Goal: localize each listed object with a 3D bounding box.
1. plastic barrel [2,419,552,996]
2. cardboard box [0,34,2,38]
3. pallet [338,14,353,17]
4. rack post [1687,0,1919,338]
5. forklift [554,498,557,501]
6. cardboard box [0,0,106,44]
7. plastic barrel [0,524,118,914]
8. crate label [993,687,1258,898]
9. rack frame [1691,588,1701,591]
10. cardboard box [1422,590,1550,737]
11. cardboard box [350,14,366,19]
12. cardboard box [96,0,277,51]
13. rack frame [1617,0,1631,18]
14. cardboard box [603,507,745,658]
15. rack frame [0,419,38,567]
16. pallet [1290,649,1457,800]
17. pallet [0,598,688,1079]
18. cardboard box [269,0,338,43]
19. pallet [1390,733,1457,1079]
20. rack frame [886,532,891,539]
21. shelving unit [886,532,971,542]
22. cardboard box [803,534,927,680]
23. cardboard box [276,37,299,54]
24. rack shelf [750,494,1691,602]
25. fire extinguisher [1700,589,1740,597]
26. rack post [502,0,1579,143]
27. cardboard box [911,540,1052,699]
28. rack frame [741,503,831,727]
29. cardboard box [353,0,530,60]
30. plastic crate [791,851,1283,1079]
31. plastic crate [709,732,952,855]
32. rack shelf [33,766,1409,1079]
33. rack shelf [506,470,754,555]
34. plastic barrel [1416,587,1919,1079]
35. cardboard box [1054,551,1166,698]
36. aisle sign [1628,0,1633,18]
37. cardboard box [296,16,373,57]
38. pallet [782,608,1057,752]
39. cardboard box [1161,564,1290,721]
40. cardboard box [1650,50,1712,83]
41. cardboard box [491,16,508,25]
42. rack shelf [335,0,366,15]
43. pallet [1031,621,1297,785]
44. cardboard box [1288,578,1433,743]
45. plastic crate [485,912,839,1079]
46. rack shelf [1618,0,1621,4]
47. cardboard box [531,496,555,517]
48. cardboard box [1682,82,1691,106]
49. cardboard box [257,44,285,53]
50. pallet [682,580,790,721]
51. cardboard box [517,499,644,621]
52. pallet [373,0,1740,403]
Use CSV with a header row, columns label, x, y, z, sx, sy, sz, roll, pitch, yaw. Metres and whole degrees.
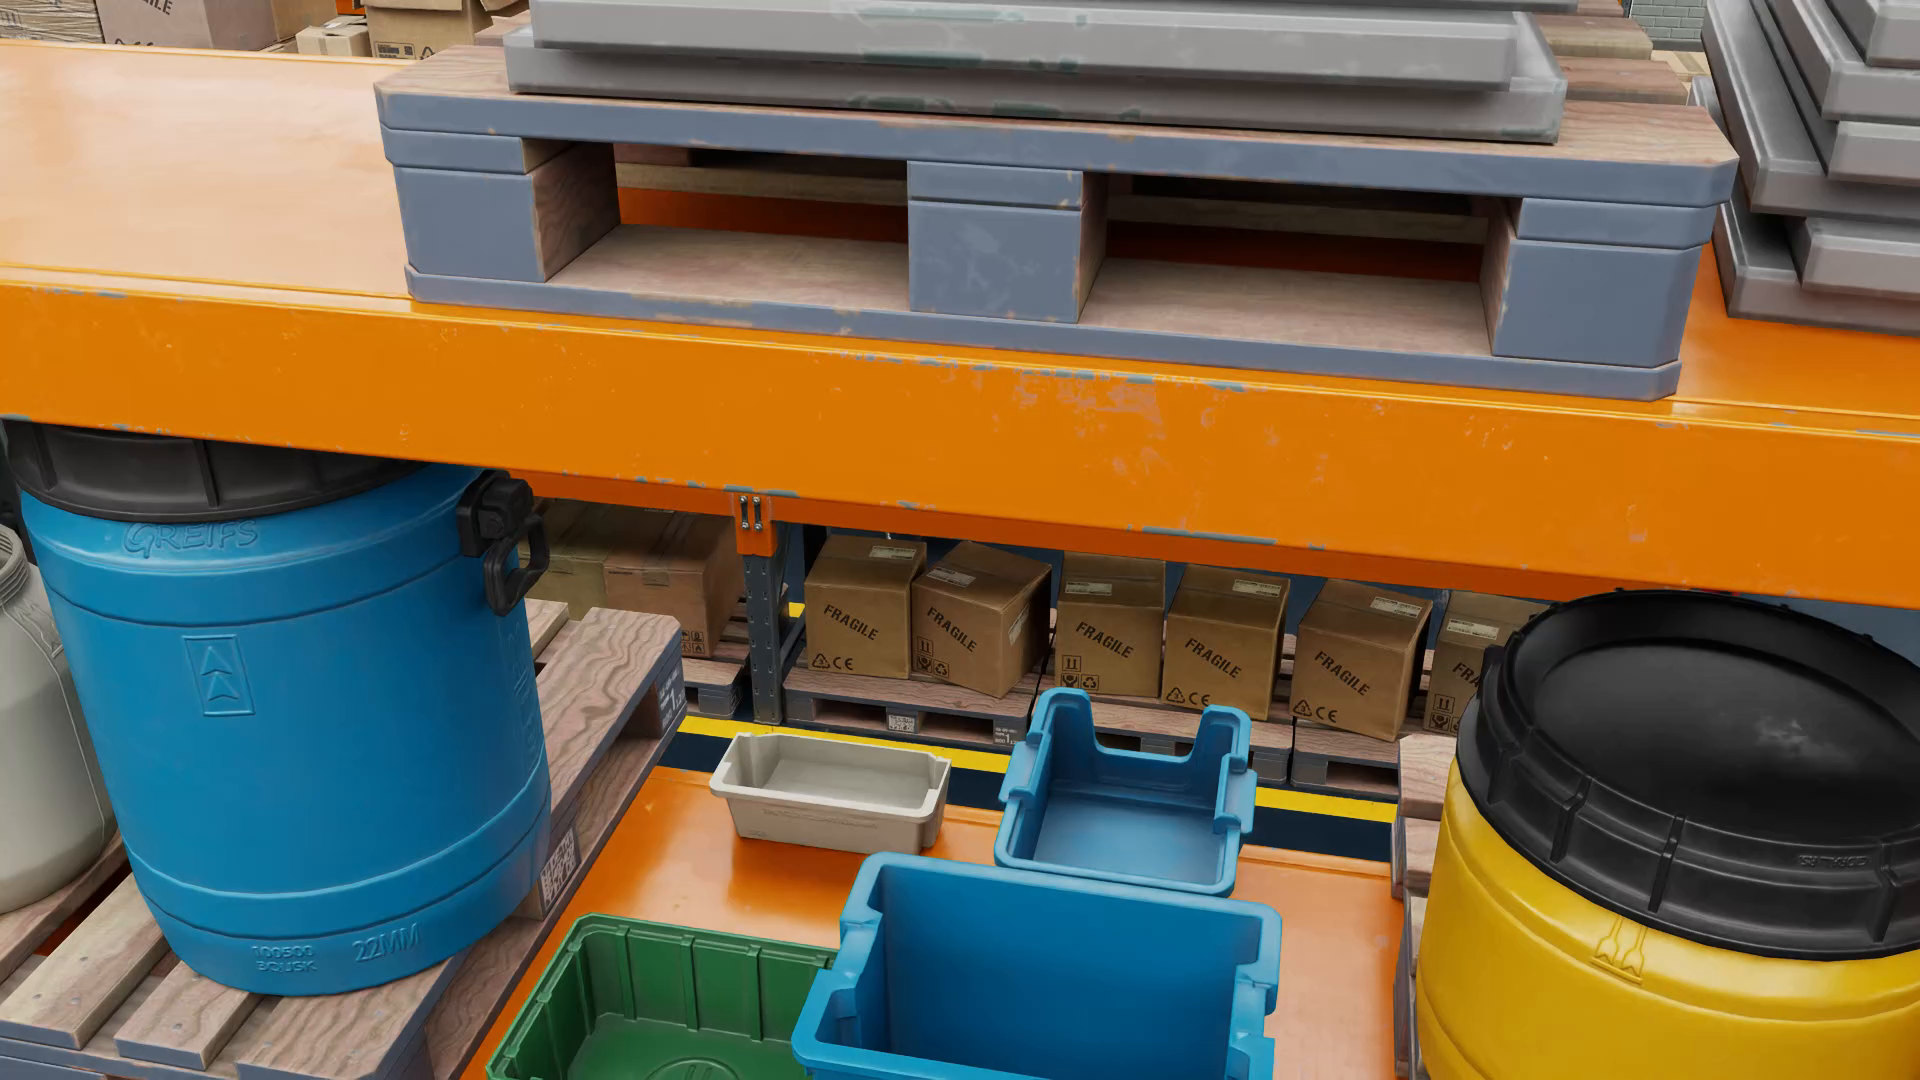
label,x,y,z,sx,sy,sz,roll,pitch,yaw
plastic barrel,-0.922,0.109,2.344,0.708,0.901,0.600,6,29,11
cardboard box,-4.345,-2.459,7.370,0.500,0.500,0.500,6,29,11
pallet,-8.618,-7.526,23.277,1.213,0.211,1.003,6,29,11
rack post,1.326,-0.468,1.754,0.954,0.300,0.937,9,30,16
forklift,-2.498,-1.712,9.825,3.031,2.935,1.130,9,30,15
cardboard box,-3.849,-2.407,7.274,0.500,0.500,0.500,6,29,11
plastic barrel,-1.493,0.265,2.464,0.421,0.512,0.421,0,29,0
crate label,0.277,0.487,2.769,0.408,0.251,0.502,6,29,11
rack frame,3.073,-0.246,7.076,0.127,3.000,1.000,6,29,11
cardboard box,2.466,0.596,7.704,0.500,0.500,0.500,11,31,20
cardboard box,-5.970,-5.331,18.139,0.875,0.875,0.875,7,29,12
cardboard box,-3.356,-2.359,7.188,0.500,0.500,0.500,5,29,9
rack frame,4.208,-2.565,11.312,0.127,3.000,1.000,6,29,11
cardboard box,-1.435,0.185,8.434,0.500,0.500,0.700,4,29,7
rack frame,-1.873,-0.953,2.119,0.127,3.000,1.000,6,29,11
pallet,2.212,0.871,7.938,1.213,0.211,1.003,6,29,11
pallet,-1.147,0.473,2.836,1.003,0.211,1.213,6,29,11
cardboard box,-3.247,-2.594,7.615,0.500,0.500,0.500,6,29,11
pallet,1.250,0.718,2.387,1.213,0.211,1.003,6,29,11
rack frame,-0.400,-0.567,9.537,0.015,1.200,0.240,6,29,11
shelving unit,-0.162,-0.543,9.492,0.503,1.200,0.258,6,29,11
cardboard box,-0.456,0.324,8.200,0.500,0.500,0.500,5,29,9
cardboard box,-3.256,-2.271,7.806,0.500,0.250,0.500,7,29,12
rack shelf,1.117,-0.131,7.615,4.000,0.370,1.077,6,29,11
fire extinguisher,3.089,0.016,6.678,0.183,0.674,0.296,6,29,11
rack post,0.137,-0.698,1.733,0.954,0.300,0.937,5,29,10
cardboard box,0.106,0.378,8.102,0.500,0.500,0.500,16,32,26
rack frame,-0.839,-0.647,7.808,0.127,3.000,1.000,6,29,11
cardboard box,-2.199,-2.380,7.305,0.637,0.503,0.797,7,29,13
plastic crate,0.111,0.722,2.202,0.575,0.384,0.392,6,29,11
plastic crate,-0.219,0.450,2.955,0.396,0.136,0.243,6,29,11
rack shelf,0.083,0.879,2.646,4.000,0.370,1.077,6,29,11
rack shelf,-2.795,-0.532,8.347,4.000,0.370,1.077,6,29,11
plastic barrel,0.897,0.443,2.060,0.600,0.588,0.600,0,29,0
cardboard box,0.729,0.403,8.055,0.500,0.500,0.500,3,29,6
aisle sign,4.214,-3.557,10.417,0.004,0.787,0.394,6,29,11
cardboard box,-2.693,-2.186,7.301,0.250,0.166,0.380,5,29,9
pallet,-0.175,0.627,8.385,1.213,0.211,1.003,6,29,11
cardboard box,1.266,0.480,7.915,0.500,0.500,0.500,9,30,15
cardboard box,2.852,-1.807,6.544,0.250,0.149,0.380,6,29,10
cardboard box,-1.779,-2.135,7.106,0.258,0.266,0.396,7,29,12
rack shelf,-4.637,-5.587,17.581,4.000,0.370,1.077,6,29,11
pallet,1.022,0.748,8.164,1.213,0.211,1.003,6,29,11
cardboard box,1.874,0.552,7.784,0.500,0.500,0.500,14,32,24
plastic crate,-0.387,0.742,2.368,0.450,0.188,0.336,6,29,11
rack shelf,2.252,-3.766,11.131,4.000,0.370,1.077,6,29,11
cardboard box,-2.444,0.072,8.640,0.500,0.500,0.700,3,29,6
cardboard box,2.736,-1.552,6.079,0.250,0.149,0.380,6,29,11
cardboard box,-3.337,-2.033,7.372,0.500,0.250,0.500,6,29,12
pallet,-1.600,0.499,8.619,1.213,0.211,1.003,6,29,11
cardboard box,-1.897,0.128,8.537,0.500,0.500,0.700,6,29,10
pallet,0.136,-0.503,1.912,1.213,0.211,1.003,6,29,11
